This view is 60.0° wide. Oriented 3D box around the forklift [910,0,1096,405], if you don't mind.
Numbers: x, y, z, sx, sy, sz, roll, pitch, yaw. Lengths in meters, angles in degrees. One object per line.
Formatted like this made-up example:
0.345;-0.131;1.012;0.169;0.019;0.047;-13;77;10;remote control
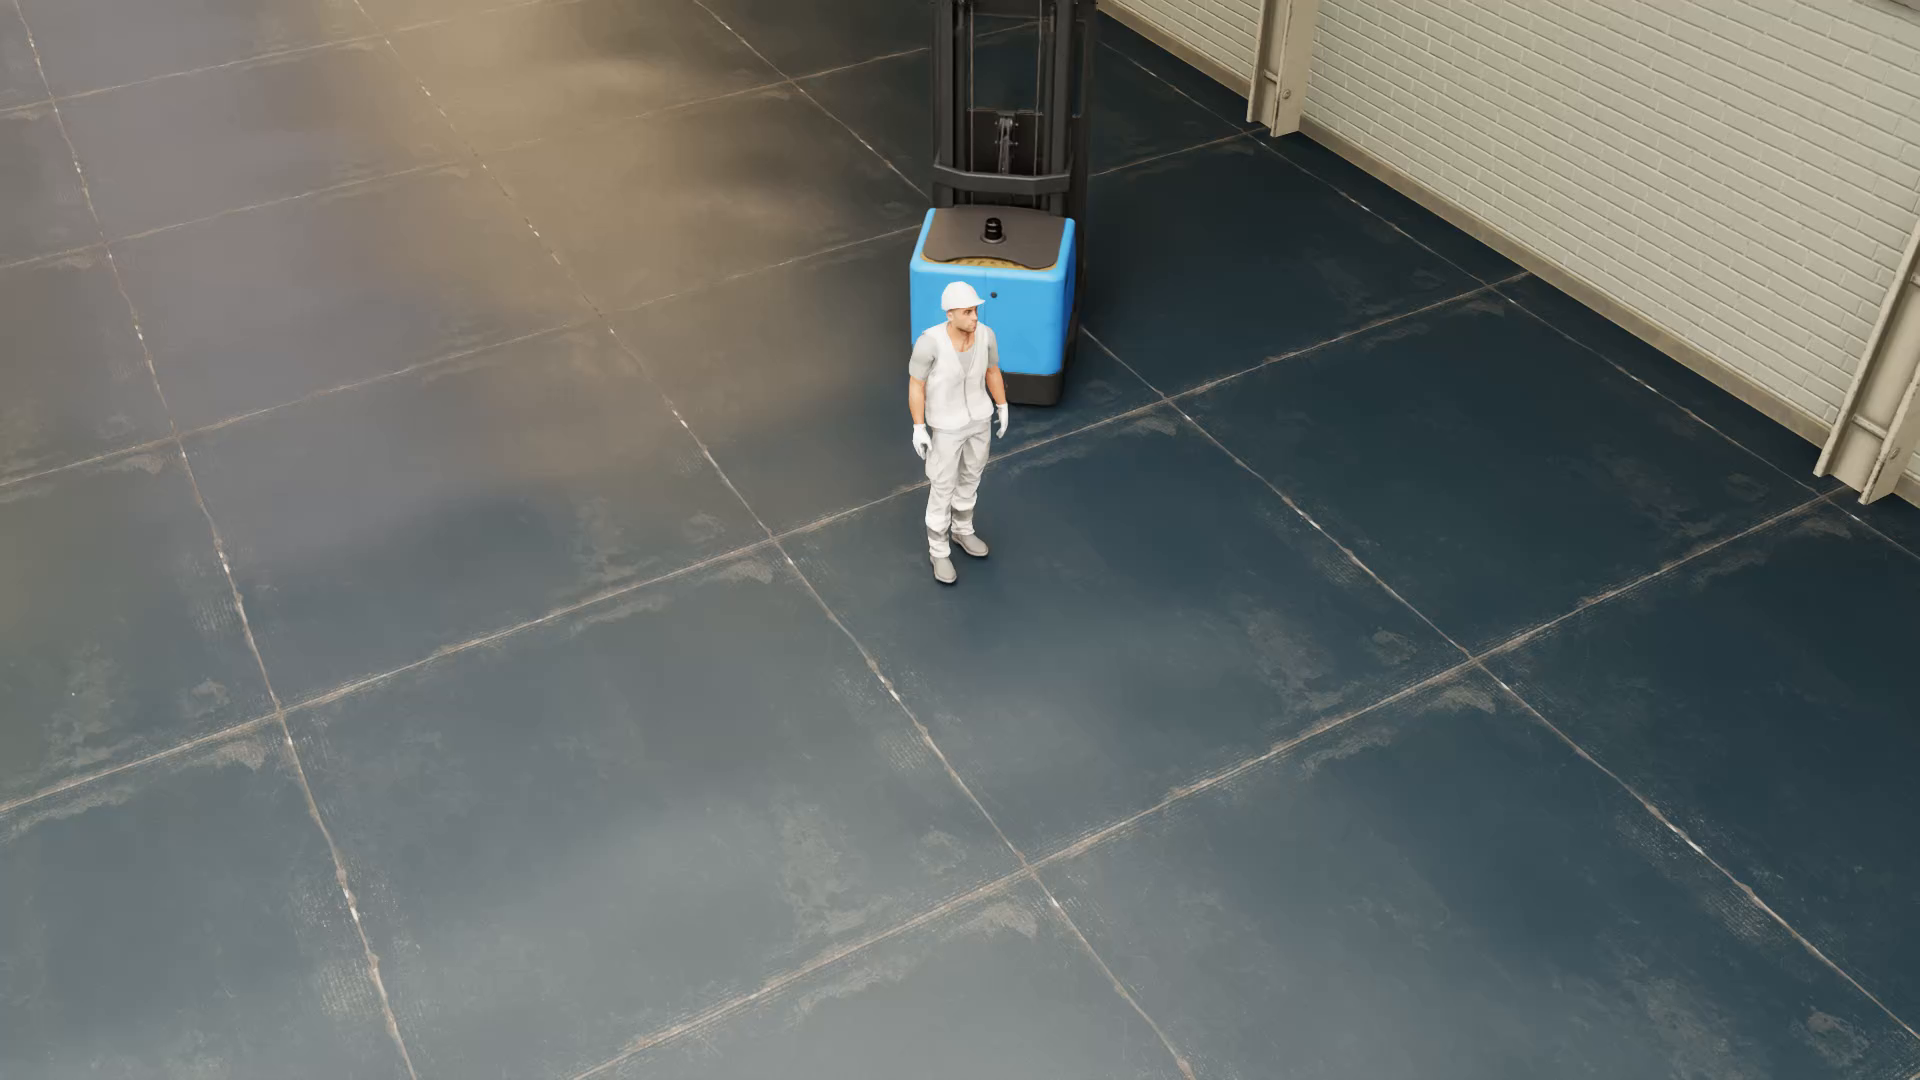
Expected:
0.384;-2.985;11.635;1.130;2.935;3.031;5;40;6;forklift

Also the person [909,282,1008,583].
0.031;-0.646;9.699;0.638;1.789;0.562;-20;44;-23;person
